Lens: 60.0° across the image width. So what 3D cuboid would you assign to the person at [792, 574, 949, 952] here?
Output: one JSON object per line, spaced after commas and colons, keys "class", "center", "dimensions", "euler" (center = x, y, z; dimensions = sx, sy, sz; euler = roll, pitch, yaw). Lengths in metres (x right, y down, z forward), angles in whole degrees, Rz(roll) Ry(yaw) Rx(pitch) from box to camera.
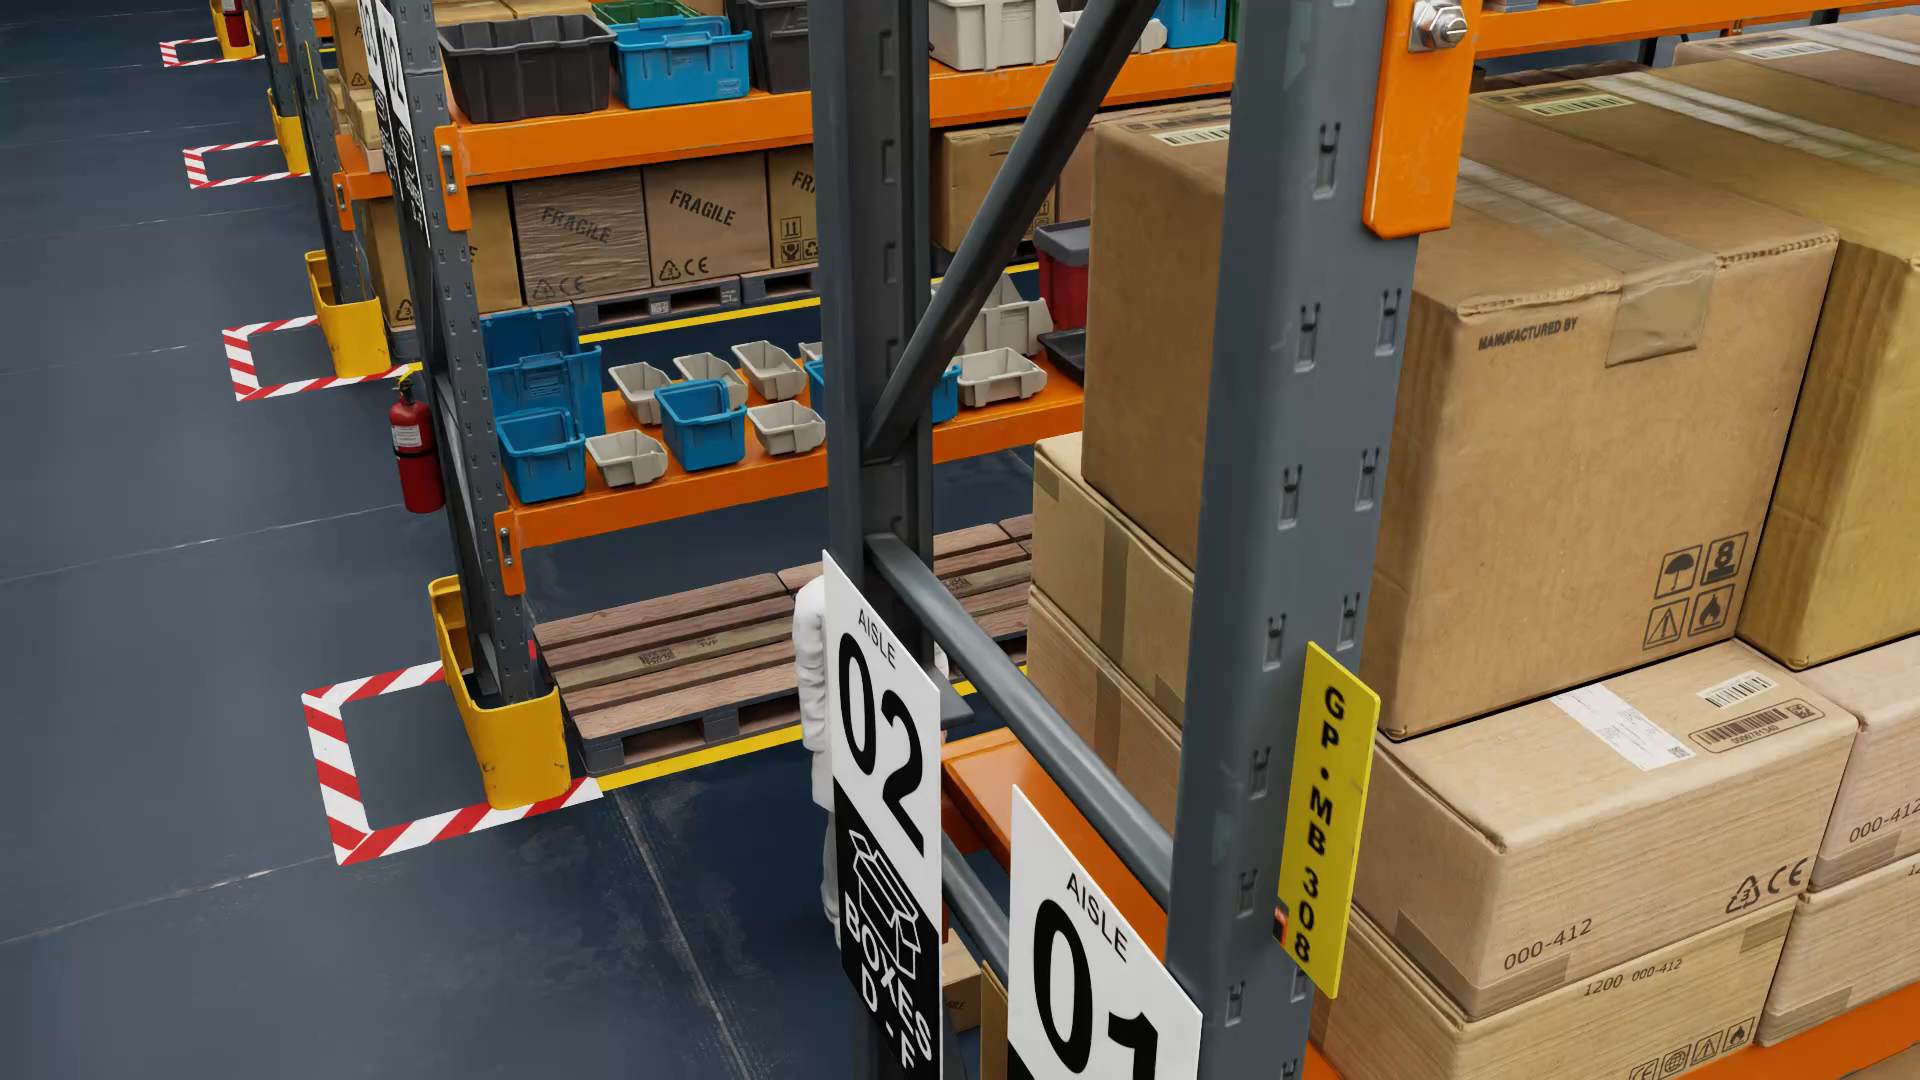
{"class": "person", "center": [-0.284, 0.683, 5.915], "dimensions": [0.562, 1.776, 0.388], "euler": [-12, 31, -21]}
